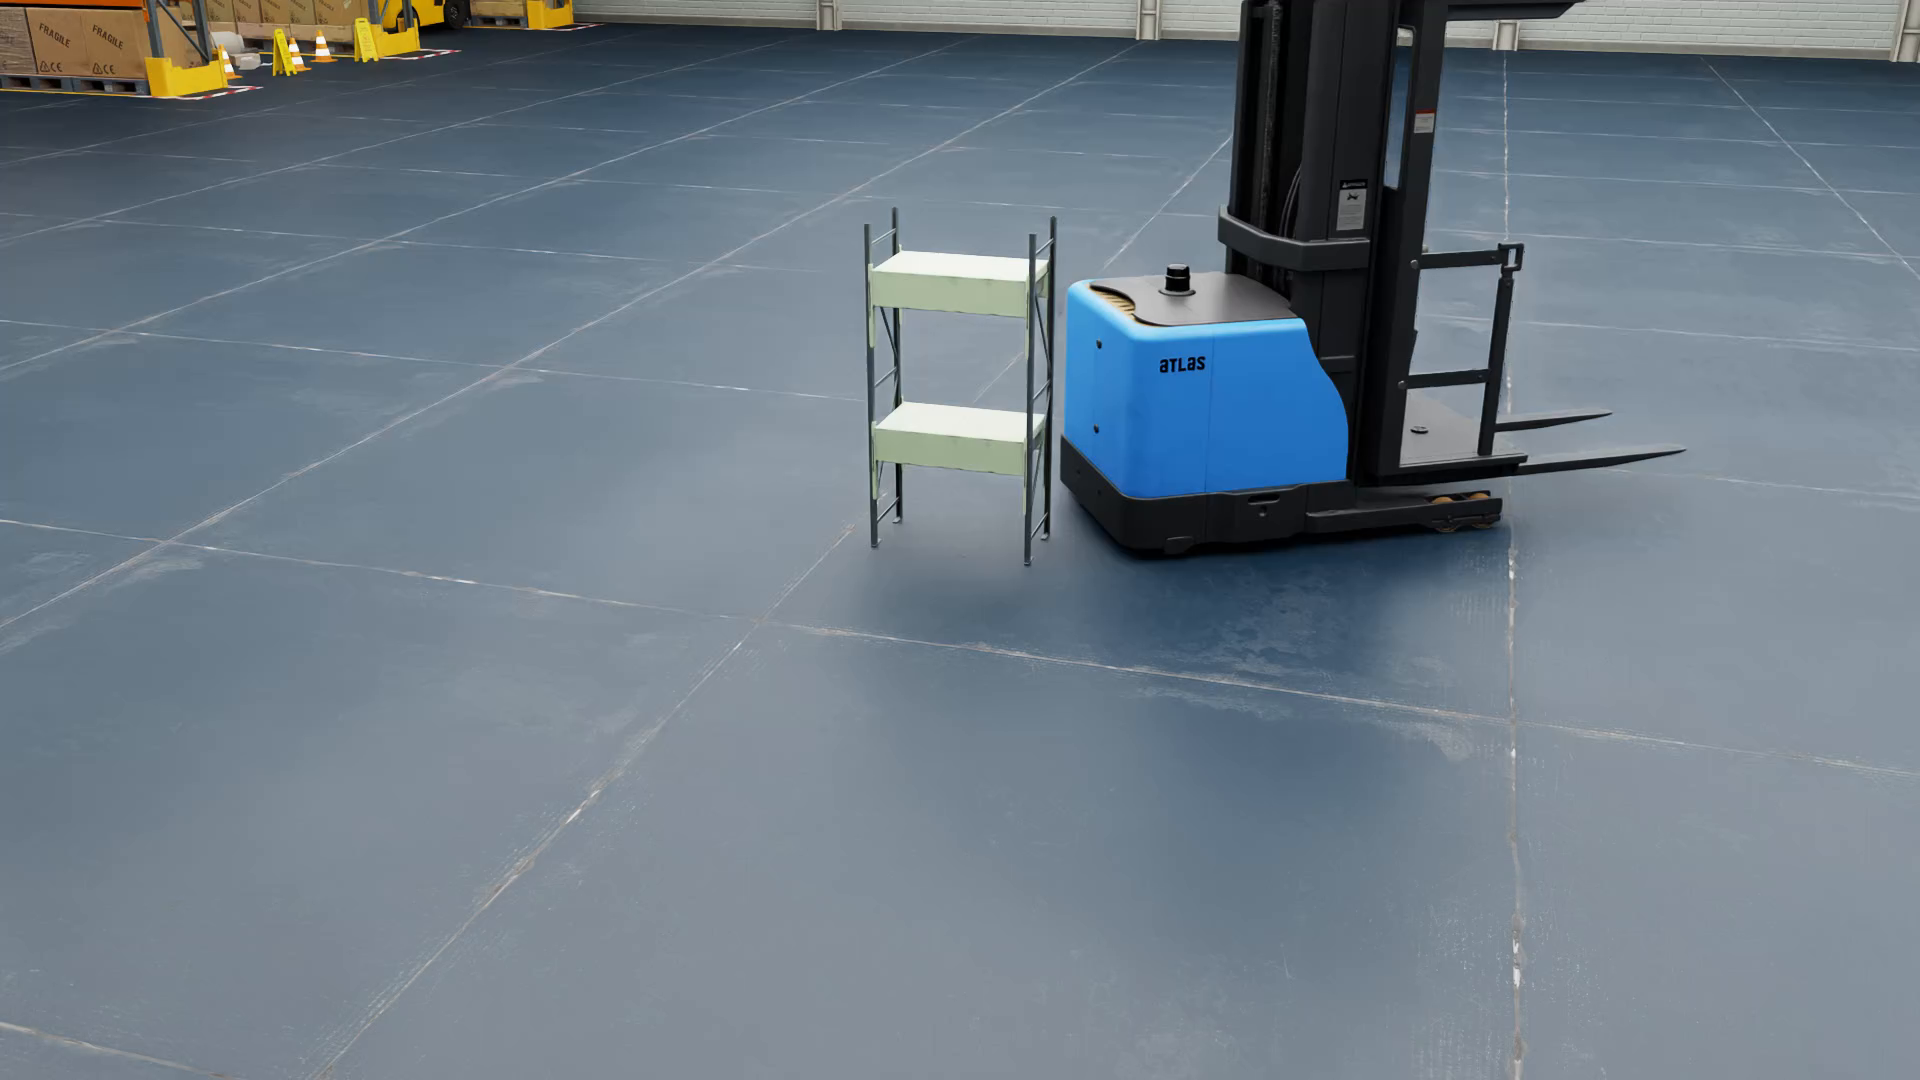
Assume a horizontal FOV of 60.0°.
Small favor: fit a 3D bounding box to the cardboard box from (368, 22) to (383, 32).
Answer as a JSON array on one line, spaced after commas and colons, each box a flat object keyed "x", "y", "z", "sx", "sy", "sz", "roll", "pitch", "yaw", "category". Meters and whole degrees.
[{"x": -9.883, "y": -8.431, "z": 27.442, "sx": 0.500, "sy": 0.250, "sz": 0.500, "roll": 6, "pitch": 23, "yaw": 15, "category": "cardboard box"}]

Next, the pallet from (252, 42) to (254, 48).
[{"x": -12.367, "y": -8.408, "z": 27.989, "sx": 1.213, "sy": 0.211, "sz": 1.003, "roll": 7, "pitch": 23, "yaw": 16, "category": "pallet"}]

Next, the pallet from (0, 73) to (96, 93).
[{"x": -12.476, "y": -6.414, "z": 23.129, "sx": 1.213, "sy": 0.211, "sz": 1.003, "roll": 7, "pitch": 23, "yaw": 15, "category": "pallet"}]

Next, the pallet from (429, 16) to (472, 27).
[{"x": -9.669, "y": -10.037, "z": 31.961, "sx": 1.213, "sy": 0.211, "sz": 1.003, "roll": 7, "pitch": 23, "yaw": 15, "category": "pallet"}]

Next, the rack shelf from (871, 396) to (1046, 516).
[{"x": 0.006, "y": -0.392, "z": 7.607, "sx": 0.720, "sy": 0.370, "sz": 0.431, "roll": 7, "pitch": 23, "yaw": 16, "category": "rack shelf"}]

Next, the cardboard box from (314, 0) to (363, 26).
[{"x": -10.033, "y": -8.582, "z": 26.822, "sx": 0.500, "sy": 0.500, "sz": 0.500, "roll": 7, "pitch": 23, "yaw": 16, "category": "cardboard box"}]

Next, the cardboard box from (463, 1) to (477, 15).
[{"x": -9.251, "y": -10.099, "z": 31.508, "sx": 0.500, "sy": 0.250, "sz": 0.500, "roll": 7, "pitch": 23, "yaw": 16, "category": "cardboard box"}]

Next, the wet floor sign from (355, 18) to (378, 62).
[{"x": -9.318, "y": -7.821, "z": 25.987, "sx": 0.232, "sy": 0.644, "sz": 0.267, "roll": 16, "pitch": 27, "yaw": 34, "category": "wet floor sign"}]

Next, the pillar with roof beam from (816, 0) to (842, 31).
[{"x": -3.666, "y": -12.082, "z": 25.366, "sx": 0.400, "sy": 9.000, "sz": 9.100, "roll": 7, "pitch": 23, "yaw": 16, "category": "pillar with roof beam"}]

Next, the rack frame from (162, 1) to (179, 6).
[{"x": -13.020, "y": -9.759, "z": 27.608, "sx": 0.127, "sy": 3.000, "sz": 1.000, "roll": 7, "pitch": 23, "yaw": 16, "category": "rack frame"}]

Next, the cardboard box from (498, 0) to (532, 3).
[{"x": -8.316, "y": -10.217, "z": 31.137, "sx": 0.500, "sy": 0.250, "sz": 0.500, "roll": 6, "pitch": 23, "yaw": 15, "category": "cardboard box"}]

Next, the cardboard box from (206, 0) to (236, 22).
[{"x": -12.017, "y": -8.811, "z": 27.379, "sx": 0.500, "sy": 0.500, "sz": 0.500, "roll": 8, "pitch": 23, "yaw": 18, "category": "cardboard box"}]

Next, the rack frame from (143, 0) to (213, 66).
[{"x": -10.523, "y": -7.511, "z": 22.128, "sx": 0.127, "sy": 3.000, "sz": 1.000, "roll": 7, "pitch": 23, "yaw": 16, "category": "rack frame"}]

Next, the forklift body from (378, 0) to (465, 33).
[{"x": -10.103, "y": -10.276, "z": 29.989, "sx": 1.214, "sy": 2.155, "sz": 2.313, "roll": 7, "pitch": 23, "yaw": 16, "category": "forklift body"}]

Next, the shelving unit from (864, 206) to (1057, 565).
[{"x": 0.006, "y": -0.693, "z": 7.484, "sx": 0.755, "sy": 1.500, "sz": 0.431, "roll": 7, "pitch": 23, "yaw": 16, "category": "shelving unit"}]

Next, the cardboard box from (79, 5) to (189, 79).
[{"x": -11.192, "y": -6.772, "z": 22.574, "sx": 0.875, "sy": 0.875, "sz": 0.875, "roll": 7, "pitch": 23, "yaw": 16, "category": "cardboard box"}]

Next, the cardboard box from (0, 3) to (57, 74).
[{"x": -12.907, "y": -6.969, "z": 23.053, "sx": 0.875, "sy": 0.875, "sz": 0.875, "roll": 7, "pitch": 23, "yaw": 16, "category": "cardboard box"}]

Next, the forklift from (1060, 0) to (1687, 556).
[{"x": 2.075, "y": -1.577, "z": 7.753, "sx": 3.031, "sy": 2.935, "sz": 1.130, "roll": -6, "pitch": 23, "yaw": -14, "category": "forklift"}]

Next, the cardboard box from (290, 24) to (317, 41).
[{"x": -10.536, "y": -8.293, "z": 27.104, "sx": 0.500, "sy": 0.250, "sz": 0.500, "roll": 7, "pitch": 23, "yaw": 16, "category": "cardboard box"}]

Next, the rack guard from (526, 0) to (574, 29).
[{"x": -7.737, "y": -9.965, "z": 31.405, "sx": 0.348, "sy": 0.500, "sz": 1.175, "roll": 7, "pitch": 23, "yaw": 16, "category": "rack guard"}]

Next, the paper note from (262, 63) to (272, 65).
[{"x": -10.670, "y": -7.327, "z": 25.592, "sx": 0.142, "sy": 0.019, "sz": 0.148, "roll": -1, "pitch": 22, "yaw": -3, "category": "paper note"}]

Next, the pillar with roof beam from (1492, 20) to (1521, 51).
[{"x": 7.823, "y": -10.766, "z": 22.159, "sx": 0.400, "sy": 9.000, "sz": 9.100, "roll": 7, "pitch": 23, "yaw": 16, "category": "pillar with roof beam"}]

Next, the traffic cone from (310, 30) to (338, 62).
[{"x": -9.975, "y": -7.725, "z": 25.993, "sx": 0.334, "sy": 0.463, "sz": 0.336, "roll": 7, "pitch": 23, "yaw": 16, "category": "traffic cone"}]

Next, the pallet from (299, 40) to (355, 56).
[{"x": -10.031, "y": -8.140, "z": 27.337, "sx": 1.213, "sy": 0.211, "sz": 1.003, "roll": 7, "pitch": 23, "yaw": 16, "category": "pallet"}]

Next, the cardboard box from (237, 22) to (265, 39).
[{"x": -11.510, "y": -8.407, "z": 27.381, "sx": 0.500, "sy": 0.250, "sz": 0.500, "roll": 6, "pitch": 23, "yaw": 15, "category": "cardboard box"}]

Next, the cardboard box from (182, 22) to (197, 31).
[{"x": -12.387, "y": -7.992, "z": 26.590, "sx": 0.500, "sy": 0.500, "sz": 0.500, "roll": -14, "pitch": 26, "yaw": -30, "category": "cardboard box"}]

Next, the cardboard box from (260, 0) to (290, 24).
[{"x": -11.014, "y": -8.696, "z": 27.100, "sx": 0.500, "sy": 0.500, "sz": 0.500, "roll": 6, "pitch": 23, "yaw": 14, "category": "cardboard box"}]

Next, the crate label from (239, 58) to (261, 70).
[{"x": -10.740, "y": -7.197, "z": 25.136, "sx": 0.298, "sy": 0.136, "sz": 0.250, "roll": -5, "pitch": 23, "yaw": -12, "category": "crate label"}]

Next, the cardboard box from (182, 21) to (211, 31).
[{"x": -12.533, "y": -8.518, "z": 27.653, "sx": 0.500, "sy": 0.250, "sz": 0.500, "roll": 5, "pitch": 23, "yaw": 13, "category": "cardboard box"}]

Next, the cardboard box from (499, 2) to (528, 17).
[{"x": -8.301, "y": -9.983, "z": 31.225, "sx": 0.500, "sy": 0.250, "sz": 0.500, "roll": 7, "pitch": 23, "yaw": 16, "category": "cardboard box"}]

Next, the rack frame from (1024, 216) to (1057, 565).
[{"x": 0.357, "y": -0.653, "z": 7.386, "sx": 0.023, "sy": 1.500, "sz": 0.400, "roll": 7, "pitch": 23, "yaw": 16, "category": "rack frame"}]

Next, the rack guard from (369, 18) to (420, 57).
[{"x": -9.263, "y": -8.172, "z": 27.034, "sx": 0.348, "sy": 0.500, "sz": 1.175, "roll": 7, "pitch": 23, "yaw": 16, "category": "rack guard"}]

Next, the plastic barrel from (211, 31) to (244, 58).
[{"x": -11.605, "y": -7.805, "z": 26.239, "sx": 0.512, "sy": 0.421, "sz": 0.421, "roll": -14, "pitch": 26, "yaw": -30, "category": "plastic barrel"}]

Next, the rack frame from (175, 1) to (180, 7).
[{"x": -15.419, "y": -12.001, "z": 33.075, "sx": 0.127, "sy": 3.000, "sz": 1.000, "roll": 7, "pitch": 23, "yaw": 16, "category": "rack frame"}]
